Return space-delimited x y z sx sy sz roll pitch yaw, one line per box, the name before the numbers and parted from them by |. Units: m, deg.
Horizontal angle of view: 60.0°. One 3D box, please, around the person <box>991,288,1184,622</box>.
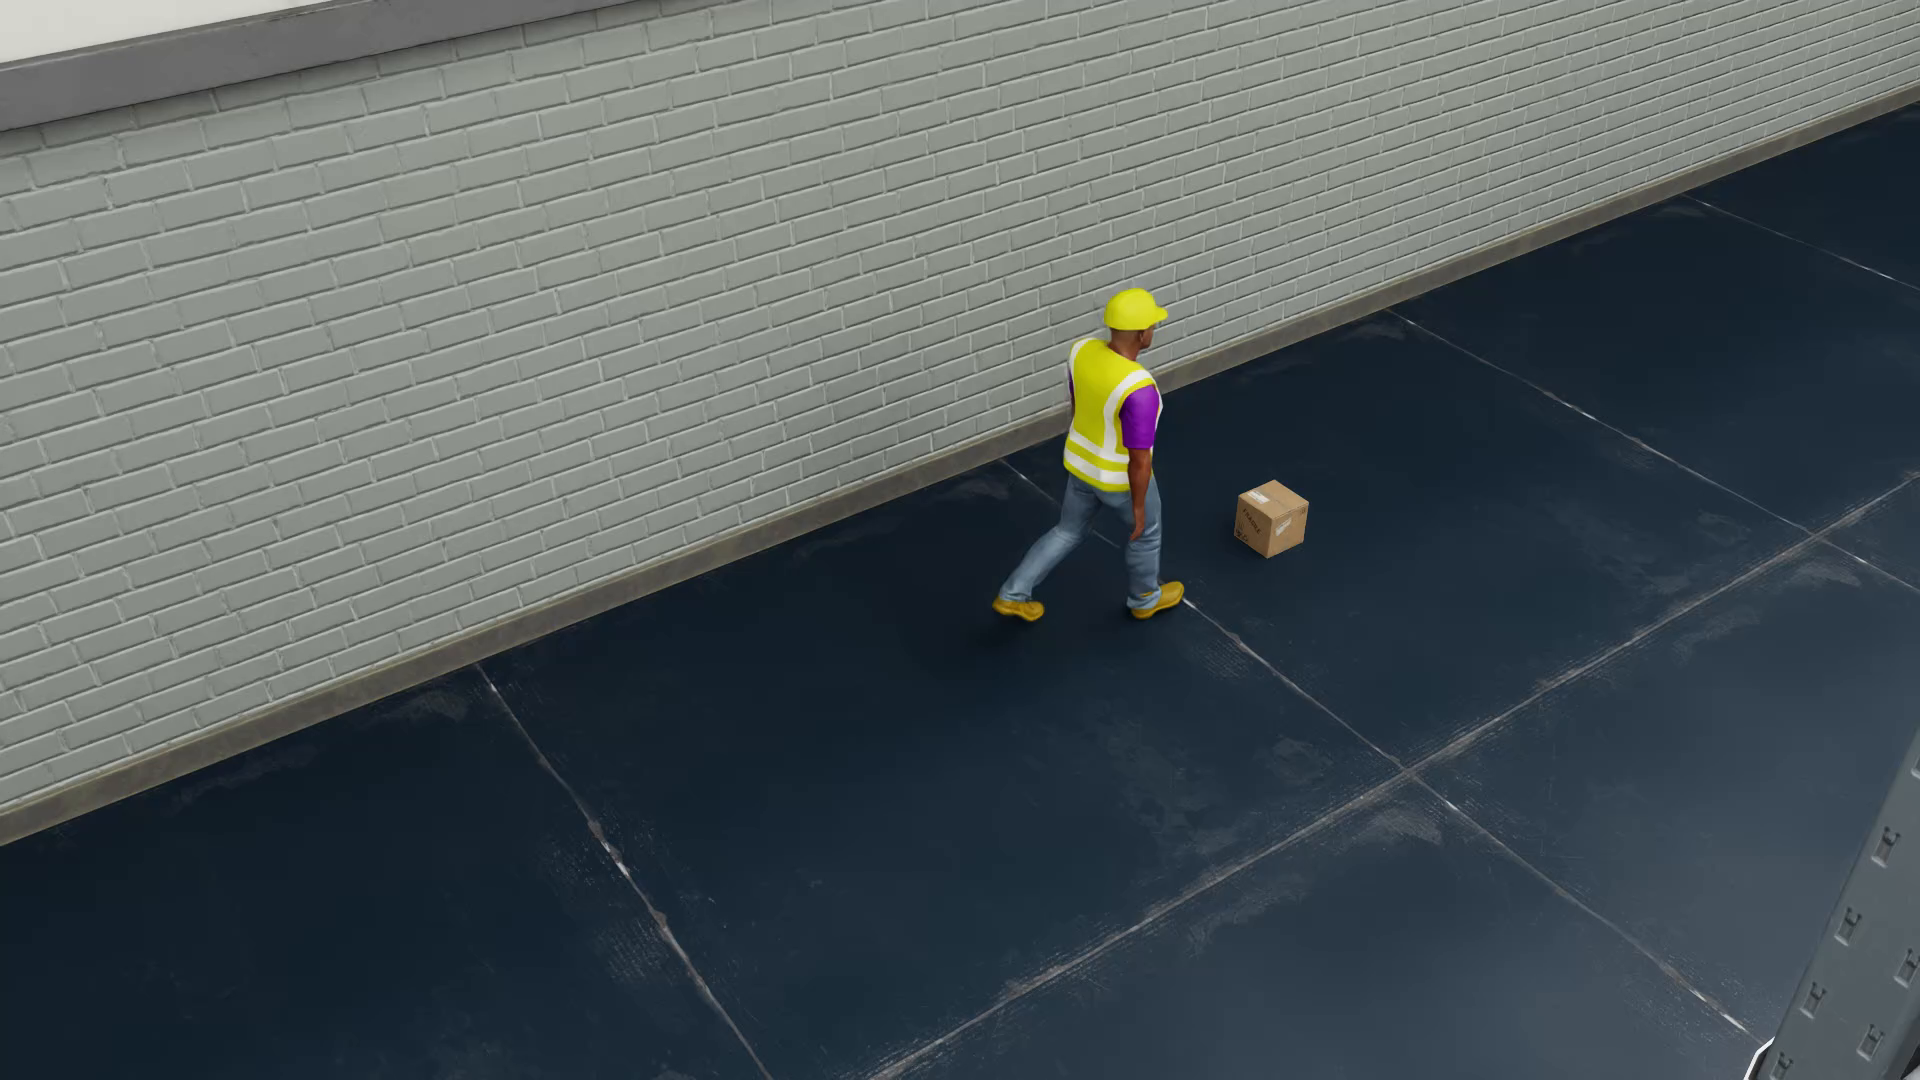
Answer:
person | 0.639 -0.304 7.409 0.963 1.733 0.589 -25 43 -30
